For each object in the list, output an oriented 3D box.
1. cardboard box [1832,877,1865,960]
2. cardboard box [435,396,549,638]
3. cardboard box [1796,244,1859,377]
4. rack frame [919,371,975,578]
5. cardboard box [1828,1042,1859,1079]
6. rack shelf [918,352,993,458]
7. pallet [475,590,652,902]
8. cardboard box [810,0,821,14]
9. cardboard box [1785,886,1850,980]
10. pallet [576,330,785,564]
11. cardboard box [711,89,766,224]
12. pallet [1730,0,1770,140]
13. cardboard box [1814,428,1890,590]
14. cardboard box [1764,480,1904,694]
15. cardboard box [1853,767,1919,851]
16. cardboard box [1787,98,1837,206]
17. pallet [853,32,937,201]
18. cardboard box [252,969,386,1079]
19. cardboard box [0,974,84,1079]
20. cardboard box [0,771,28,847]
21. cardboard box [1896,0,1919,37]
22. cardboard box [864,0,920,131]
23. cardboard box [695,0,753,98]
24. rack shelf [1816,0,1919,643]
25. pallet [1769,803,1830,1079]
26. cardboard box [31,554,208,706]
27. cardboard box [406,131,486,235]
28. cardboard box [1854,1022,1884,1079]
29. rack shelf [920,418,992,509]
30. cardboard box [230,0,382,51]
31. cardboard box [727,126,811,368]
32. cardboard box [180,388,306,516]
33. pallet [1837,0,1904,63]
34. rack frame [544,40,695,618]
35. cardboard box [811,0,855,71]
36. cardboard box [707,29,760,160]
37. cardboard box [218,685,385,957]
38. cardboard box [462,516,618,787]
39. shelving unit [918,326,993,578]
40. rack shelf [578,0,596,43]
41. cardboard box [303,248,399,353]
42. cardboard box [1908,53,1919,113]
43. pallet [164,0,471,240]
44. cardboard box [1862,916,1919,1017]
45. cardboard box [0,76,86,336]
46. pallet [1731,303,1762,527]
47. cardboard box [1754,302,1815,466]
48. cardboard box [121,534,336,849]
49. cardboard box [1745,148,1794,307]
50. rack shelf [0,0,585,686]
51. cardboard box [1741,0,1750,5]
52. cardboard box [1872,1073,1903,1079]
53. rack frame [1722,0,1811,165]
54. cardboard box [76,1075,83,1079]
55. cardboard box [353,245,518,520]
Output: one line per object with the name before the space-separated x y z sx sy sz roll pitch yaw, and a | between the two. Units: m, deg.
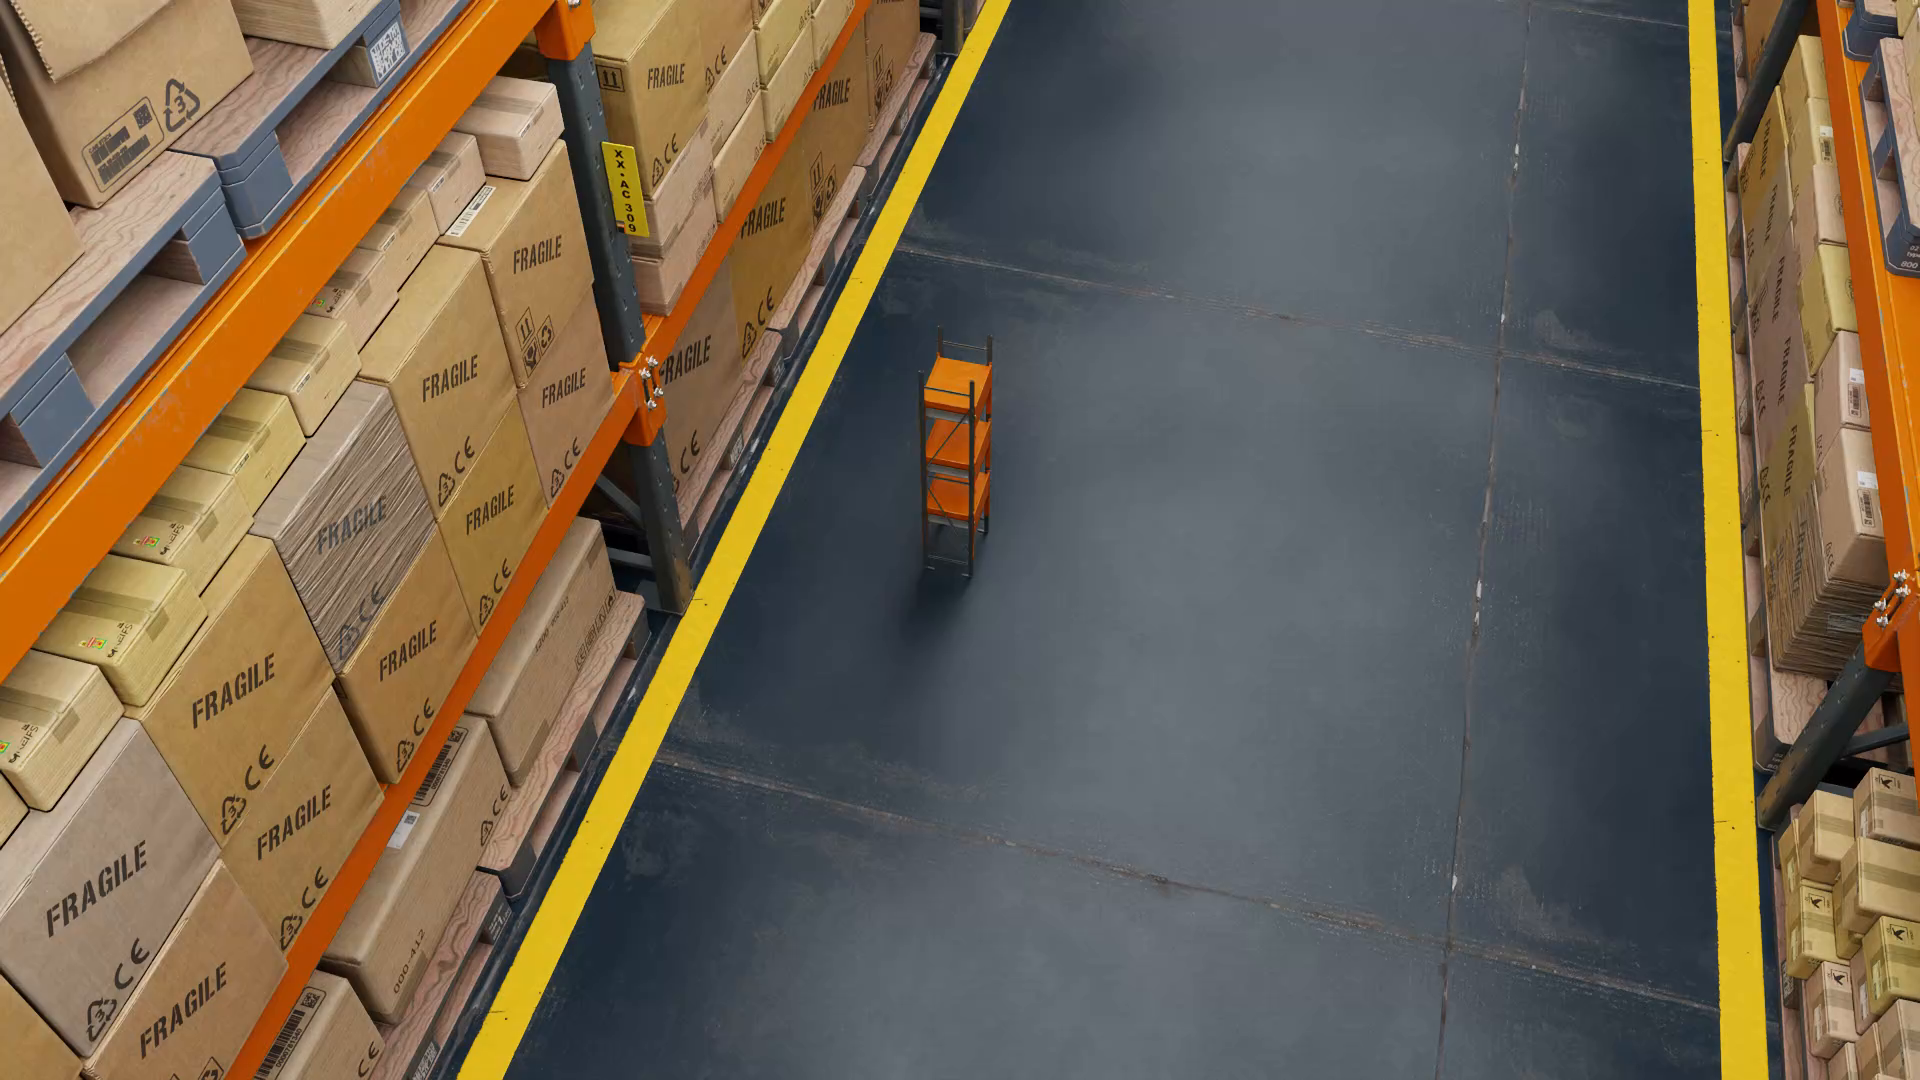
cardboard box | 2.886 1.172 5.056 0.380 0.149 0.250 12 50 10
cardboard box | -1.537 -0.111 4.699 0.500 0.500 0.500 10 49 9
cardboard box | 3.496 -0.836 6.293 0.500 0.250 0.500 10 49 8
rack frame | -0.046 -0.220 6.163 0.200 1.050 0.008 12 50 10
cardboard box | 2.761 1.647 4.836 0.380 0.149 0.250 11 49 9
rack shelf | -0.014 -0.489 6.036 0.215 0.259 0.240 12 50 10
pallet | -1.807 0.620 5.981 1.003 0.211 1.213 12 50 10
cardboard box | -0.744 -2.324 6.486 0.500 0.250 0.500 10 49 9
cardboard box | 2.794 1.263 5.174 0.380 0.149 0.250 13 50 11
pallet | -1.401 -0.487 6.958 1.003 0.211 1.213 12 50 10
cardboard box | -1.027 -1.428 6.029 0.500 0.250 0.500 10 49 9
pallet | 4.603 -2.459 8.699 1.003 0.211 1.213 12 50 10
cardboard box | 3.222 -0.082 5.627 0.500 0.250 0.500 10 49 9
cardboard box | 3.222 0.170 5.905 0.500 0.500 0.500 11 49 9
cardboard box | 2.980 0.883 5.114 0.380 0.149 0.250 13 50 12
cardboard box | 3.775 -1.569 6.940 0.500 0.250 0.500 11 49 10
pallet | -0.759 -2.252 8.516 1.003 0.211 1.213 12 50 10
cardboard box | -2.275 1.604 4.681 0.875 0.438 0.875 13 50 11
cardboard box | -2.054 1.026 3.029 0.500 0.500 0.500 10 49 9
cardboard box | -1.975 0.512 3.050 0.380 0.149 0.250 12 50 10
cardboard box | 3.800 -2.014 6.333 0.380 0.149 0.250 14 50 12
cardboard box | -0.741 -2.683 8.173 0.875 0.875 0.875 11 50 10
cardboard box | -1.031 -1.836 5.555 0.500 0.500 0.500 11 50 10
rack shelf | 3.797 -1.142 6.156 1.077 0.370 4.000 12 50 10
pallet | 3.128 1.482 5.220 1.003 0.211 1.213 12 50 10
cardboard box | -1.775 0.162 3.359 0.380 0.149 0.250 10 49 9
cardboard box | -1.480 -0.961 4.350 0.380 0.149 0.250 13 50 11
cardboard box | 2.783 1.551 4.723 0.380 0.149 0.250 9 49 8
rack shelf | -0.014 -0.302 6.249 0.215 0.259 0.240 12 50 10
cardboard box | -1.461 -1.202 3.549 0.380 0.149 0.250 13 50 11
cardboard box | -1.216 -1.392 7.034 0.875 0.875 0.875 13 50 11
cardboard box | -1.703 -0.218 3.694 0.380 0.149 0.250 11 49 9
pallet | 4.238 -2.227 6.761 1.213 0.211 1.003 12 50 10
rack frame | -1.532 -0.837 5.407 1.000 3.000 0.127 12 50 10
cardboard box | -0.736 -2.156 6.671 0.500 0.250 0.500 11 49 9
cardboard box | -1.034 -1.598 5.845 0.500 0.250 0.500 12 50 11
cardboard box | -1.808 0.631 4.044 0.500 0.500 0.500 13 50 11
cardboard box | -1.801 0.305 5.828 0.875 0.438 0.875 11 49 9
shelving unit | -0.014 -0.309 6.241 0.215 1.050 0.252 12 50 10
rack shelf | -1.005 -3.038 5.829 1.077 0.370 4.000 12 50 10
cardboard box | -1.604 -0.596 4.028 0.380 0.149 0.250 11 50 10
cardboard box | 3.664 -1.639 6.002 0.380 0.149 0.250 12 50 11
pallet | -1.757 -1.211 3.795 1.003 0.211 1.213 12 50 10
cardboard box | 2.831 1.263 4.778 0.380 0.149 0.250 11 49 10
cardboard box | -1.909 -0.570 2.757 0.500 0.500 0.500 12 50 11
pallet | 3.793 -0.459 6.933 1.003 0.211 1.213 12 50 10
cardboard box | 3.497 -0.571 6.560 0.500 0.500 0.500 11 49 9
cardboard box | -1.796 0.291 3.678 0.500 0.500 0.500 12 50 10
cardboard box | 3.762 -1.313 7.214 0.500 0.500 0.500 12 50 10
rack shelf | -2.058 -0.145 3.275 1.077 0.370 4.000 12 50 10
cardboard box | 4.797 -3.277 8.781 1.050 0.750 0.750 12 50 11
cardboard box | 2.639 1.624 4.460 0.380 0.149 0.250 13 50 11
rack frame | 4.323 -2.827 7.163 1.000 3.000 0.127 12 50 10
cardboard box | -2.075 1.361 3.400 0.500 0.500 0.500 11 49 10
cardboard box | -1.531 -0.440 4.323 0.500 0.500 0.500 11 49 9
